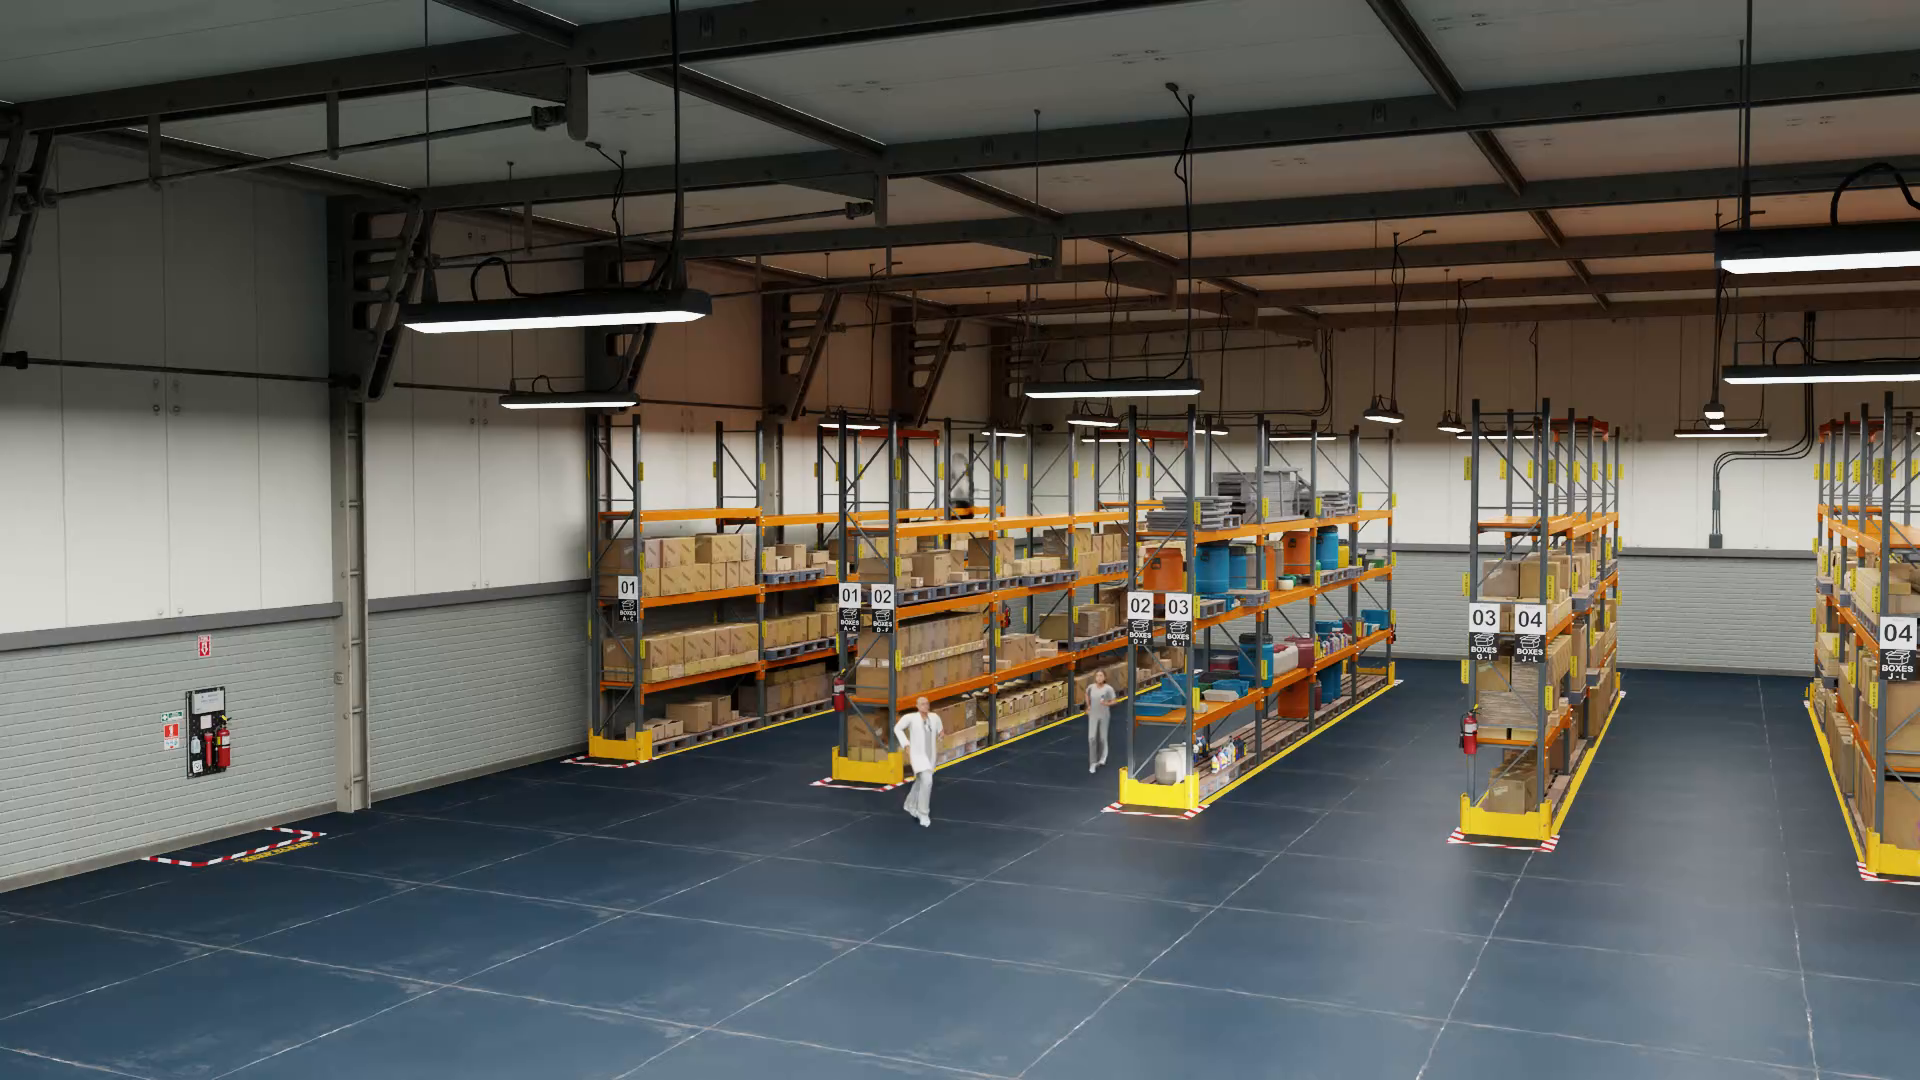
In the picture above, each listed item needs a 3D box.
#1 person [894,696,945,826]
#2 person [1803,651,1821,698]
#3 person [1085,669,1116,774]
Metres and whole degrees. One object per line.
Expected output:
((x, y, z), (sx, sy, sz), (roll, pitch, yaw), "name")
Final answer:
((-0.527, 3.152, 23.783), (0.665, 1.857, 0.840), (-2, 3, -37), "person")
((18.992, 2.736, 36.465), (0.836, 1.558, 0.655), (1, 3, 22), "person")
((2.353, 3.015, 27.906), (0.553, 1.724, 0.825), (0, 2, 12), "person")
